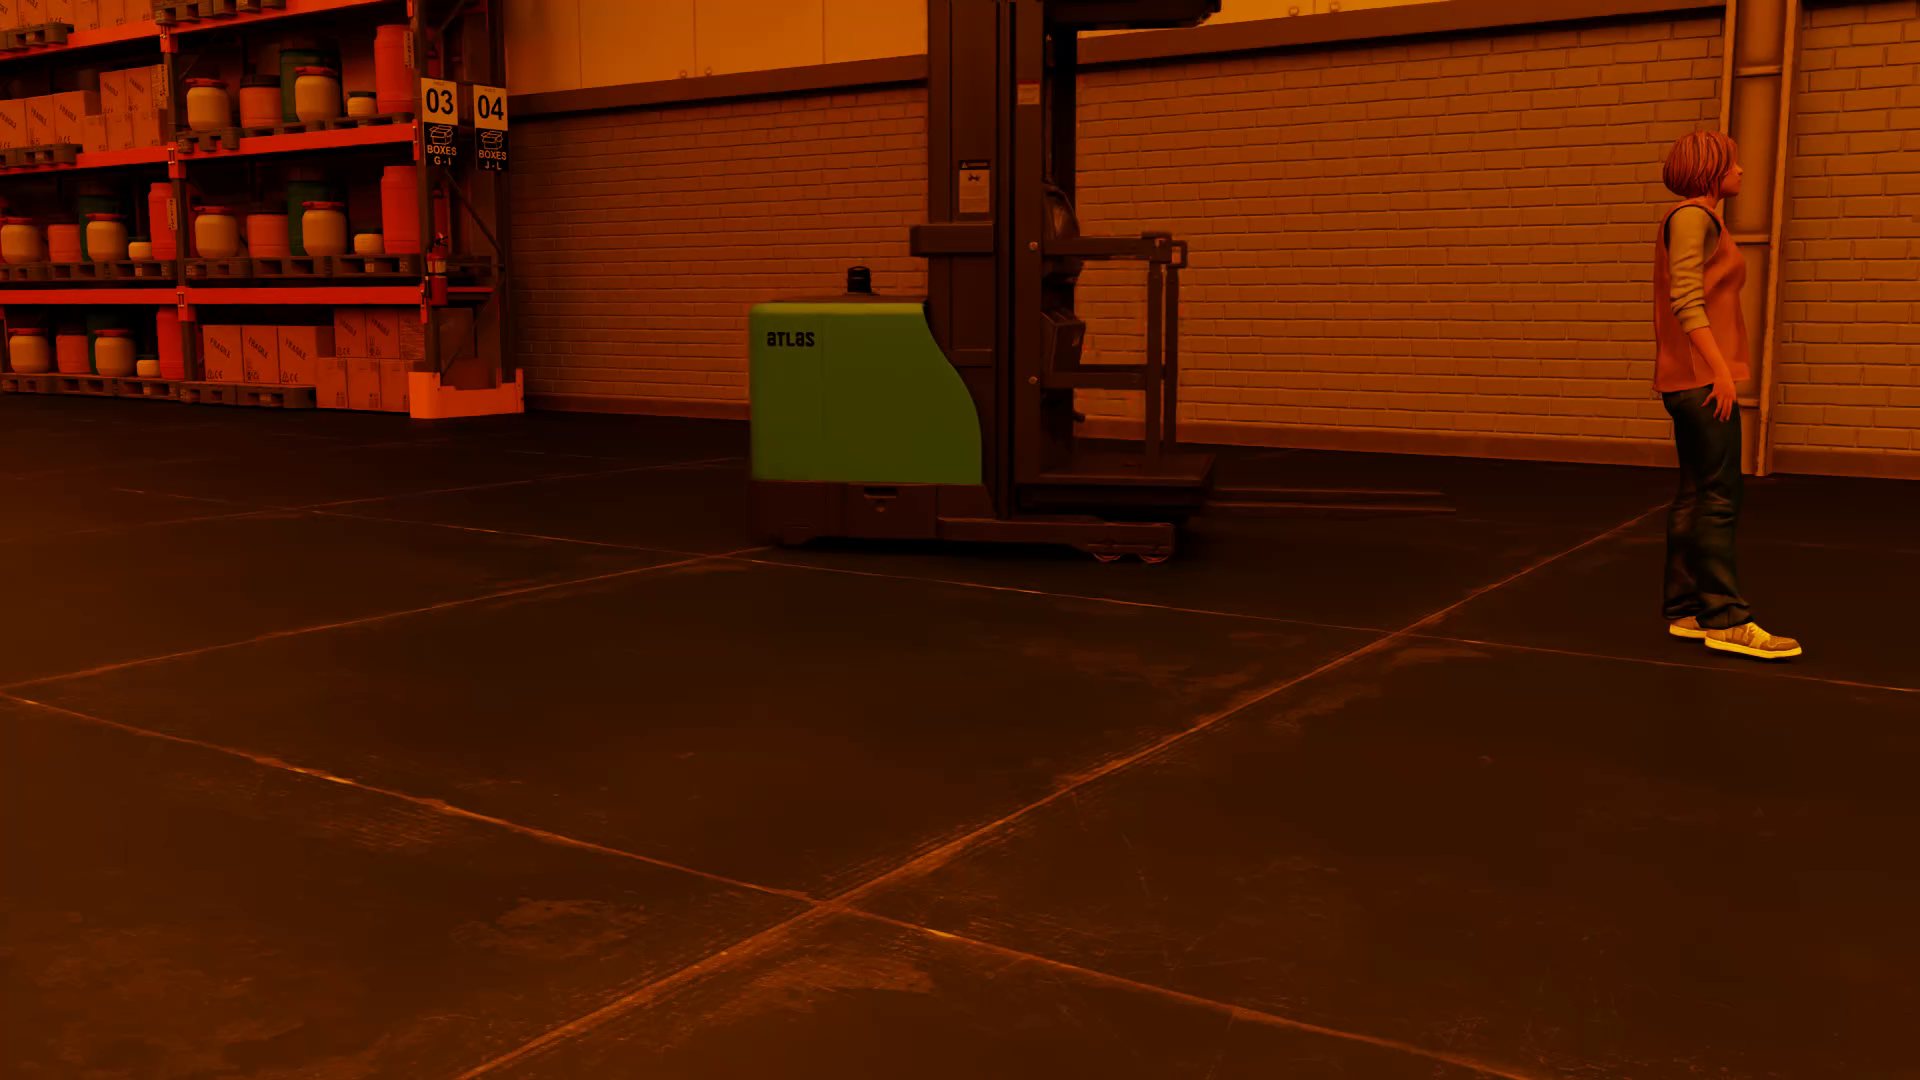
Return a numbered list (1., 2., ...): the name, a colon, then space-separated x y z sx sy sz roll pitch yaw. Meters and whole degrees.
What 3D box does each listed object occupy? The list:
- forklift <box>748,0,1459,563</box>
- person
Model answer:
1. forklift: 0.635 -1.435 7.287 3.031 2.935 1.130 2 8 11
2. person: 2.394 -0.468 5.175 0.474 1.598 0.519 3 9 22
